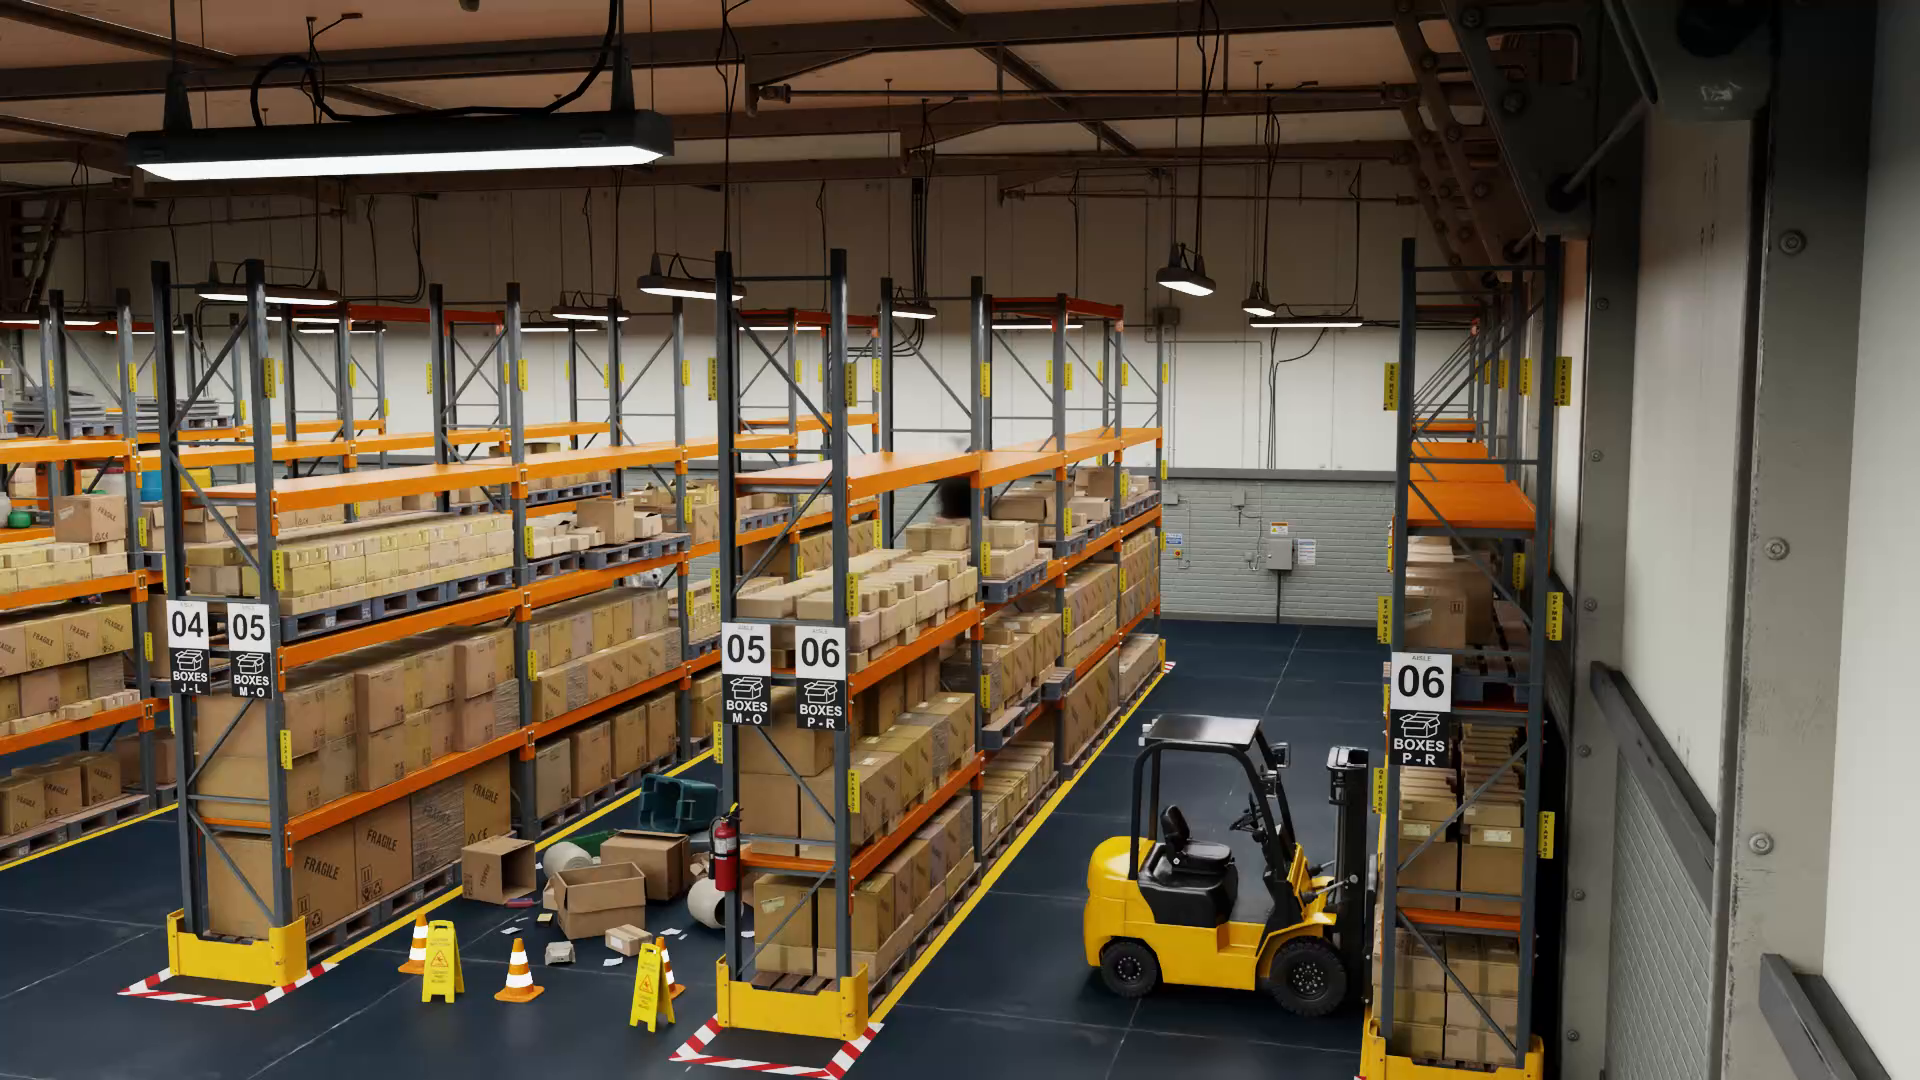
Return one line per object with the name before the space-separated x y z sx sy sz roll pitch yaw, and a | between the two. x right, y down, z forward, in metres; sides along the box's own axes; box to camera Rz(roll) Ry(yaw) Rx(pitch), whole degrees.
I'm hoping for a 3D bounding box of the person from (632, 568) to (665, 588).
person | -6.048 1.023 32.274 0.620 1.486 0.977 -2 6 -16
